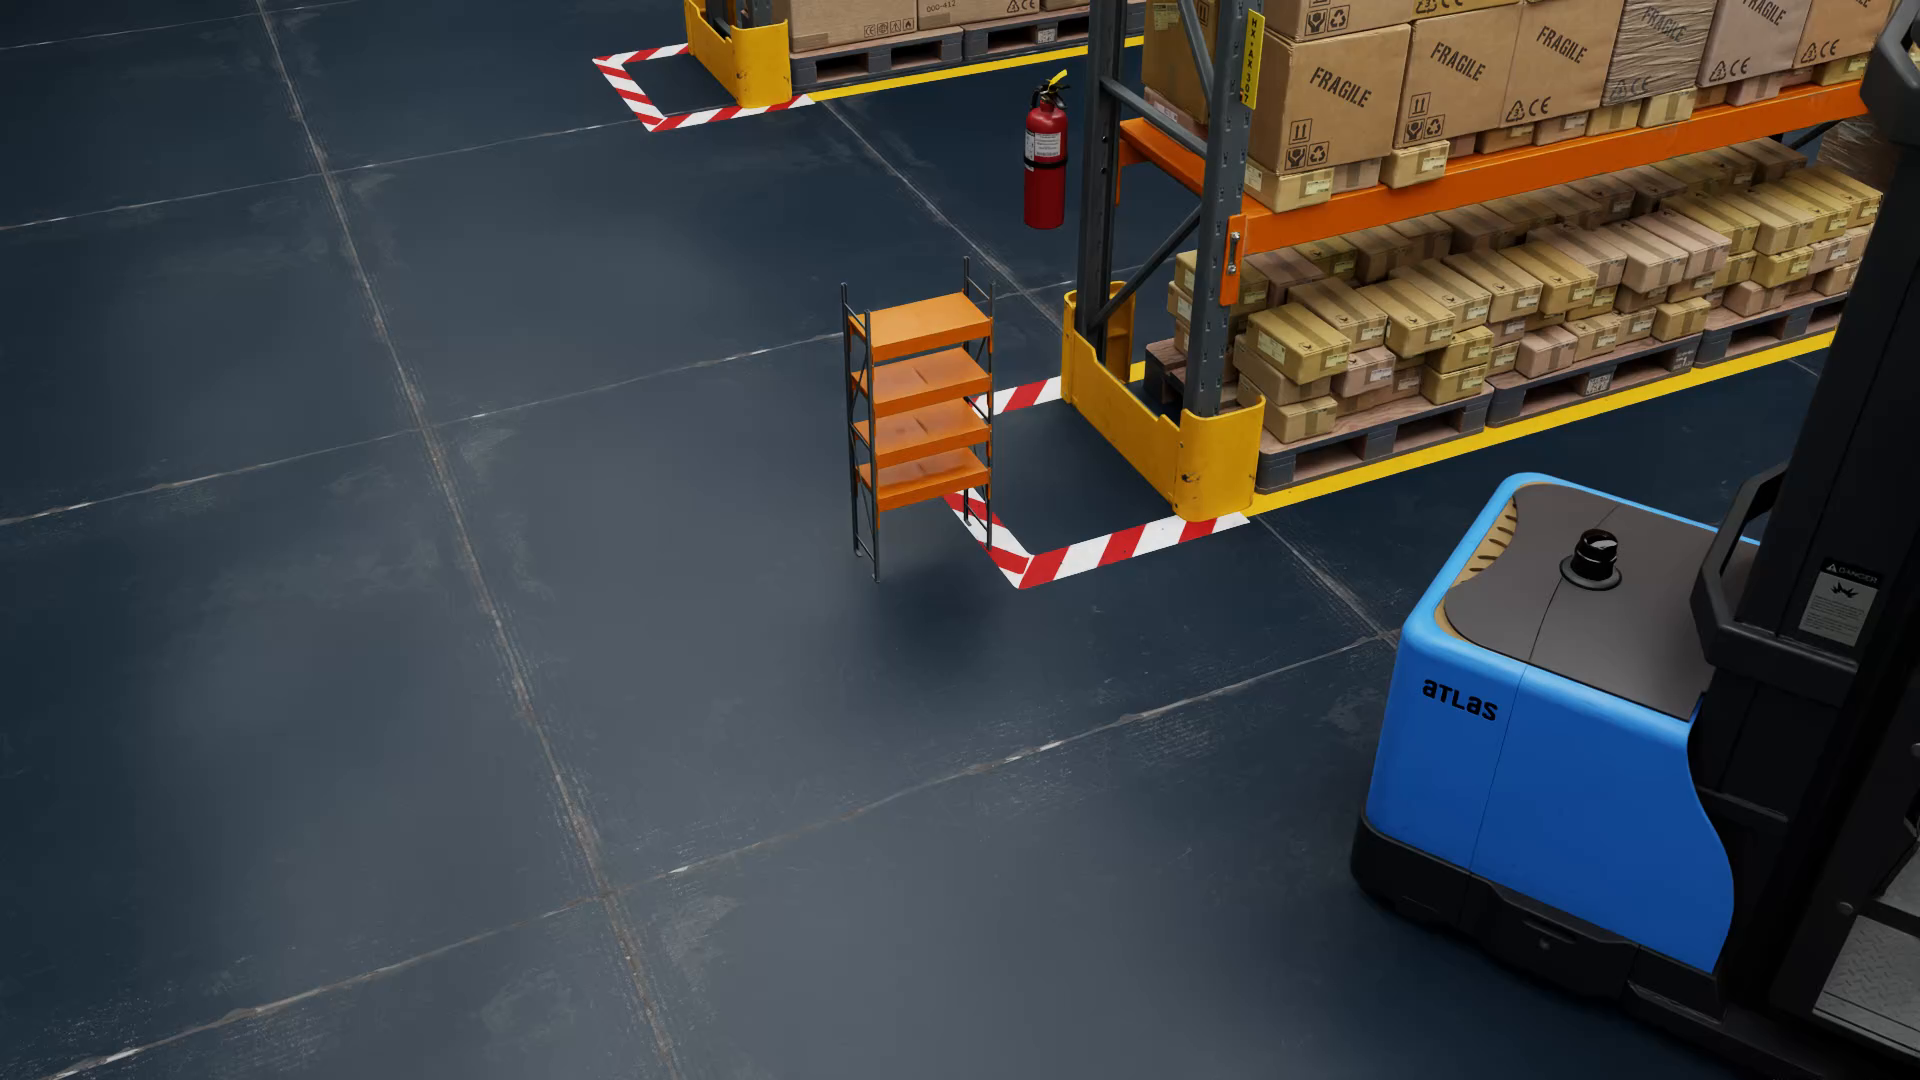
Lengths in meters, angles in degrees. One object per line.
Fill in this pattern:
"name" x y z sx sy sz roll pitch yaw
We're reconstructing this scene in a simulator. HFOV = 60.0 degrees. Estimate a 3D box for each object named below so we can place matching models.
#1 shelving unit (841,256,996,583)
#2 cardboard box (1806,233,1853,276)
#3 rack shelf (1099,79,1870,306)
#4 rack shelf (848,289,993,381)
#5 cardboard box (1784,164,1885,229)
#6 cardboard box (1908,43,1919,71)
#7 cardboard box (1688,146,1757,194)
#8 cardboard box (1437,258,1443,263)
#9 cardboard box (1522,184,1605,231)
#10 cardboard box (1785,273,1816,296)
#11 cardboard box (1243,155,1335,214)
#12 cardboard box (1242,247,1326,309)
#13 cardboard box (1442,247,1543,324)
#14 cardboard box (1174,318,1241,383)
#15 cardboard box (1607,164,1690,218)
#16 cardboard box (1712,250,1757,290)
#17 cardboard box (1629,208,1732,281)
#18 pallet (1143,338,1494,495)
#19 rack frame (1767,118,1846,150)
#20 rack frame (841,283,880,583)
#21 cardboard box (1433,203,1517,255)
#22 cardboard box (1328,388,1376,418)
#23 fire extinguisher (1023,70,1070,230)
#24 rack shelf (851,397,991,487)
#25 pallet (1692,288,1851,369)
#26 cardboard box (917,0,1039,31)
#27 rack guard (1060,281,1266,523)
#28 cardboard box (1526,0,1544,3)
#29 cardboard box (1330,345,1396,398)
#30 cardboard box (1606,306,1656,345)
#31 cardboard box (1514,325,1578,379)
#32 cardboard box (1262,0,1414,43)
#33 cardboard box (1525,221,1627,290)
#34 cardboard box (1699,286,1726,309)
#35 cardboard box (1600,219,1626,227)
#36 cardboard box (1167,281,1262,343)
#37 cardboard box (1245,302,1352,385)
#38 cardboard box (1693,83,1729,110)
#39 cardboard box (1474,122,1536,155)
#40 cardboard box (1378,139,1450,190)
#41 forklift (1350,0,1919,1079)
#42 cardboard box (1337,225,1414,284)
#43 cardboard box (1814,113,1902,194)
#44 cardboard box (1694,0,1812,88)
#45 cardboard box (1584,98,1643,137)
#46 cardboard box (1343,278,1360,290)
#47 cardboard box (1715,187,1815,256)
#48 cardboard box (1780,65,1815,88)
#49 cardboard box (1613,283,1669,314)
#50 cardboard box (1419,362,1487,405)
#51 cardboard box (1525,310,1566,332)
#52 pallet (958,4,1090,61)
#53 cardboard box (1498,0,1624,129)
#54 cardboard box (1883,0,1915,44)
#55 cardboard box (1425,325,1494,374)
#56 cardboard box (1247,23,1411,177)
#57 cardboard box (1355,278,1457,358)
"shelving unit" -0.150 -0.440 6.336 0.503 1.200 0.258 -16 39 -20
"cardboard box" 4.006 -1.432 7.954 0.250 0.149 0.380 -18 40 -22
"rack shelf" 2.586 -1.820 7.290 4.000 0.370 1.077 -16 39 -20
"rack shelf" -0.150 -0.756 6.102 0.480 0.148 0.258 -16 39 -20
"cardboard box" 4.185 -1.648 7.995 0.250 0.149 0.380 -15 39 -19
"cardboard box" 4.050 -2.192 7.398 0.250 0.149 0.380 -17 40 -21
"cardboard box" 3.722 -1.865 8.287 0.250 0.149 0.380 -14 39 -18
"cardboard box" 2.065 -1.304 7.781 0.250 0.149 0.380 -15 39 -19
"cardboard box" 2.811 -1.562 7.879 0.250 0.149 0.380 -17 40 -22
"cardboard box" 3.915 -1.335 8.073 0.250 0.149 0.380 -15 39 -19
"cardboard box" 1.208 -1.407 6.340 0.250 0.149 0.380 -16 39 -20
"cardboard box" 1.399 -1.169 7.349 0.250 0.149 0.380 -15 39 -19
"cardboard box" 2.319 -1.117 7.279 0.250 0.149 0.380 -14 39 -18
"cardboard box" 1.163 -0.872 7.449 0.250 0.149 0.380 -15 39 -19
"cardboard box" 3.287 -1.696 8.060 0.250 0.149 0.380 -17 40 -21
"cardboard box" 3.503 -1.344 7.835 0.250 0.149 0.380 -15 39 -20
"cardboard box" 3.274 -1.353 7.597 0.250 0.149 0.380 -18 40 -22
"pallet" 1.594 -0.689 7.501 1.213 0.211 1.003 -16 39 -20
"rack frame" 4.396 -2.615 7.758 0.127 3.000 1.000 -16 39 -20
"rack frame" -0.371 -0.378 6.253 0.015 1.200 0.240 -16 39 -20
"cardboard box" 2.346 -1.439 7.714 0.250 0.149 0.380 -17 40 -21
"cardboard box" 1.588 -0.697 7.212 0.250 0.149 0.380 -16 39 -20
"fire extinguisher" 0.351 -1.607 6.777 0.183 0.674 0.296 -16 39 -20
"rack shelf" -0.150 -0.386 6.376 0.480 0.148 0.258 -16 39 -20
"pallet" 3.803 -1.306 8.334 1.213 0.211 1.003 -16 39 -20
"cardboard box" -0.040 -3.844 11.212 0.875 0.438 0.875 -15 39 -19
"rack guard" 0.844 -0.618 7.164 0.348 0.500 1.175 -16 39 -20
"cardboard box" 2.229 -2.385 6.275 0.500 0.500 0.500 -17 40 -21
"cardboard box" 1.630 -0.779 7.073 0.250 0.149 0.380 -16 39 -20
"cardboard box" 2.984 -1.064 7.708 0.250 0.149 0.380 -15 39 -19
"cardboard box" 2.540 -0.901 7.488 0.250 0.149 0.380 -18 40 -22
"cardboard box" 1.294 -2.135 5.937 0.500 0.500 0.500 -16 39 -20
"cardboard box" 2.764 -1.274 7.491 0.250 0.149 0.380 -16 39 -20
"cardboard box" 3.413 -1.233 7.934 0.250 0.149 0.380 -17 40 -21
"cardboard box" 3.031 -1.522 8.075 0.250 0.149 0.380 -14 39 -18
"cardboard box" 1.132 -1.034 7.416 0.250 0.149 0.380 -17 40 -21
"cardboard box" 1.394 -0.815 6.872 0.250 0.149 0.380 -17 40 -22
"cardboard box" 3.053 -1.984 7.118 0.250 0.149 0.380 -16 40 -21
"cardboard box" 2.119 -1.728 6.773 0.250 0.149 0.380 -16 39 -20
"cardboard box" 1.687 -1.533 6.510 0.250 0.149 0.380 -17 40 -21
"forklift" 2.740 0.169 4.061 3.031 2.935 1.130 21 42 26
"cardboard box" 1.840 -1.334 7.572 0.250 0.149 0.380 -17 40 -22
"cardboard box" 4.959 -2.103 8.814 0.500 0.500 0.500 -16 40 -21
"cardboard box" 3.157 -2.244 6.924 0.500 0.500 0.500 -16 39 -20
"cardboard box" 2.598 -1.830 6.910 0.250 0.149 0.380 -14 39 -18
"cardboard box" 1.601 -1.166 7.595 0.250 0.149 0.380 -17 40 -22
"cardboard box" 3.748 -1.495 7.788 0.250 0.149 0.380 -16 39 -20
"cardboard box" 3.520 -2.128 7.312 0.250 0.149 0.380 -17 40 -21
"cardboard box" 3.029 -1.212 7.657 0.250 0.149 0.380 -17 40 -22
"cardboard box" 2.087 -0.769 7.310 0.250 0.149 0.380 -15 39 -19
"cardboard box" 2.520 -1.105 7.512 0.250 0.149 0.380 -14 39 -18
"pallet" 0.374 -3.678 11.532 1.213 0.211 1.003 -16 39 -20
"cardboard box" 2.221 -1.994 6.586 0.500 0.500 0.500 -15 39 -19
"cardboard box" 4.078 -2.500 7.269 0.500 0.500 0.500 -16 39 -20
"cardboard box" 2.093 -0.895 7.230 0.250 0.149 0.380 -14 39 -19
"cardboard box" 1.299 -1.727 6.227 0.500 0.500 0.500 -14 39 -18
"cardboard box" 1.875 -0.944 7.046 0.250 0.149 0.380 -16 39 -20
